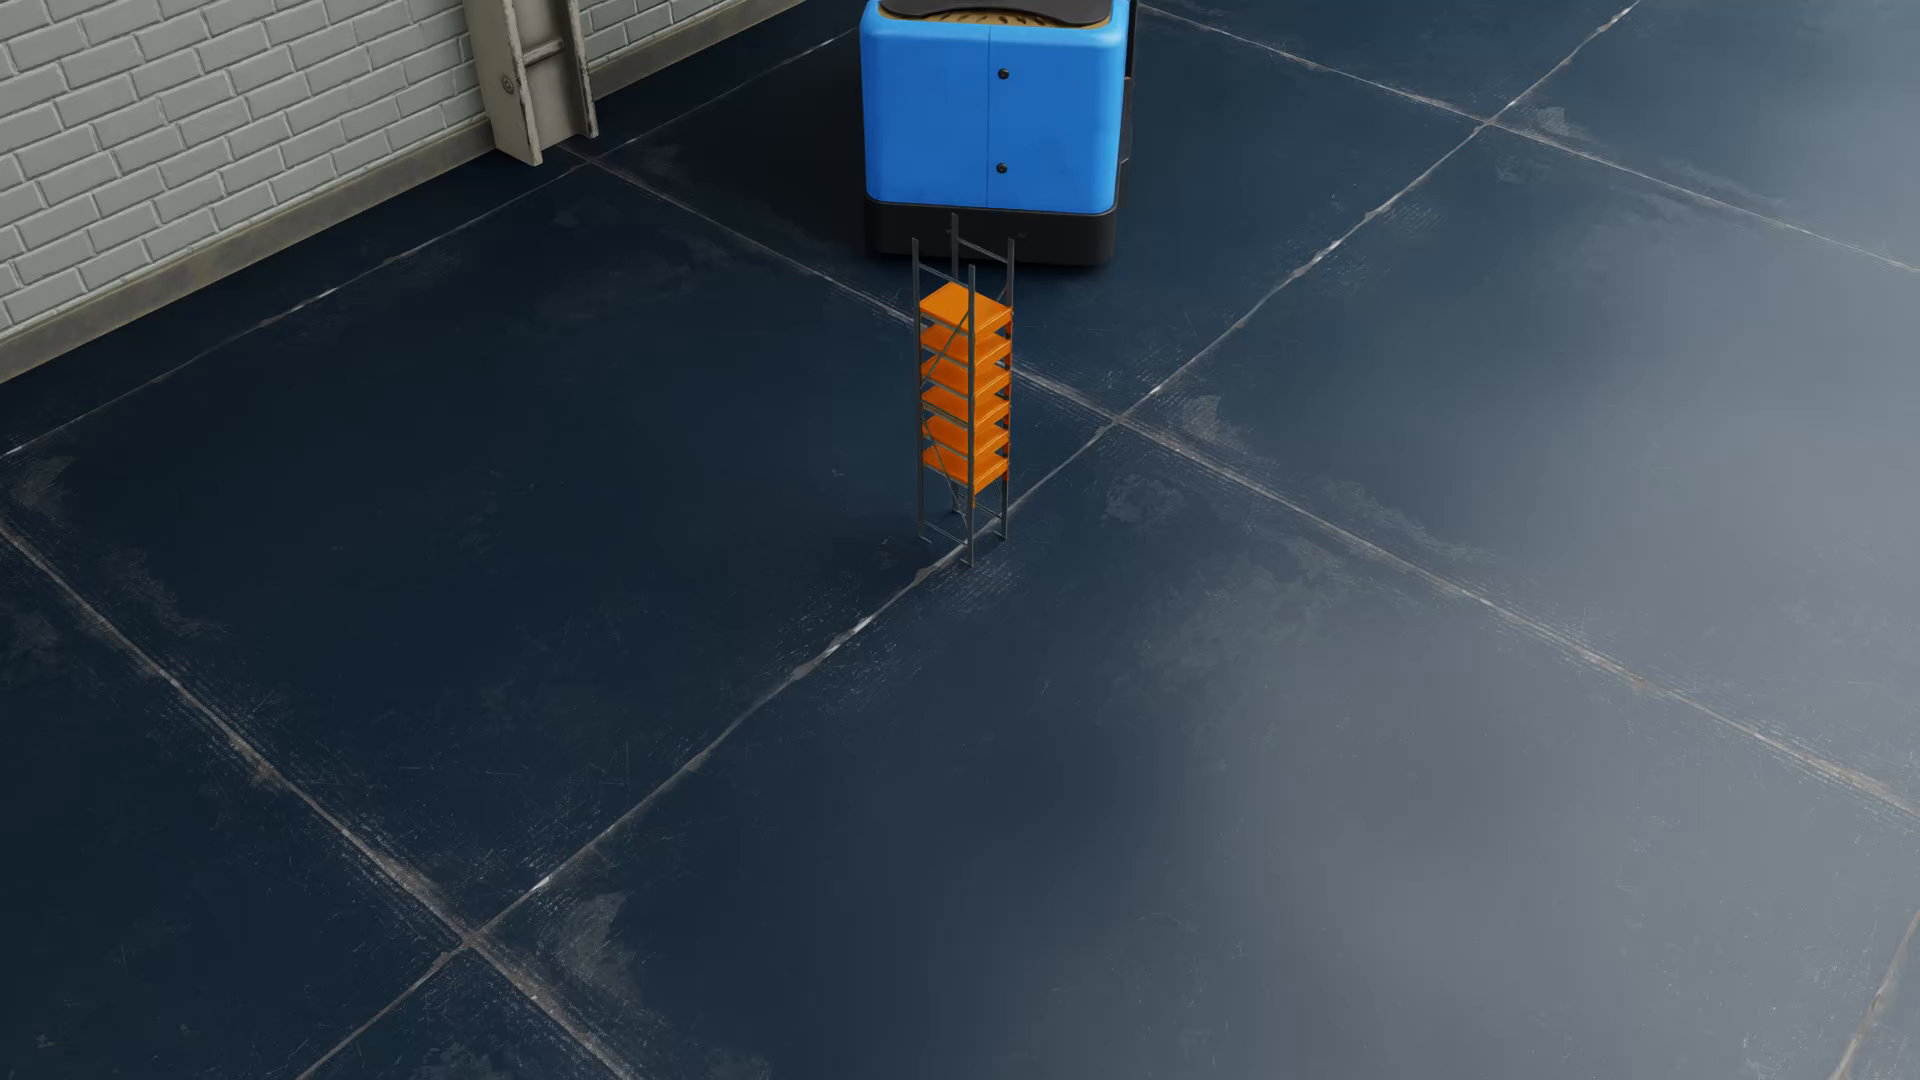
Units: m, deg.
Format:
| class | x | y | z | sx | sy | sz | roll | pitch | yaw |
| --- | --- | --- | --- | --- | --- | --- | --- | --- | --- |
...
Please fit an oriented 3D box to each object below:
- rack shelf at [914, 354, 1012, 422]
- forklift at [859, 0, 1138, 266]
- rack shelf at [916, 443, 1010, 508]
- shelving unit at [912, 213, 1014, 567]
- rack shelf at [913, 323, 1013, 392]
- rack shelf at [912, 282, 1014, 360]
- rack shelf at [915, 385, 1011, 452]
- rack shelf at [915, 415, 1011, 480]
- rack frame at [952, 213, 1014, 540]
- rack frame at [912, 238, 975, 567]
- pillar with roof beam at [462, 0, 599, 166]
| class | x | y | z | sx | sy | sz | roll | pitch | yaw |
| --- | --- | --- | --- | --- | --- | --- | --- | --- | --- |
| rack shelf | 0.009 | -0.507 | 5.304 | 0.258 | 0.103 | 0.180 | 29 | 50 | 28 |
| forklift | 0.281 | -3.210 | 7.102 | 1.130 | 2.935 | 3.031 | 4 | 42 | 5 |
| rack shelf | 0.009 | -0.241 | 5.546 | 0.258 | 0.103 | 0.180 | 29 | 50 | 28 |
| shelving unit | 0.009 | -0.451 | 5.355 | 0.258 | 1.200 | 0.189 | 29 | 50 | 28 |
| rack shelf | 0.009 | -0.596 | 5.223 | 0.258 | 0.103 | 0.180 | 29 | 50 | 28 |
| rack shelf | 0.009 | -0.685 | 5.142 | 0.258 | 0.103 | 0.180 | 29 | 50 | 28 |
| rack shelf | 0.009 | -0.419 | 5.384 | 0.258 | 0.103 | 0.180 | 29 | 50 | 28 |
| rack shelf | 0.009 | -0.330 | 5.465 | 0.258 | 0.103 | 0.180 | 29 | 50 | 28 |
| rack frame | 0.068 | -0.498 | 5.406 | 0.240 | 1.200 | 0.006 | 29 | 50 | 28 |
| rack frame | -0.050 | -0.404 | 5.303 | 0.240 | 1.200 | 0.006 | 29 | 50 | 28 |
| pillar with roof beam | 1.349 | -3.349 | 2.744 | 9.100 | 9.000 | 0.400 | 29 | 50 | 28 |
